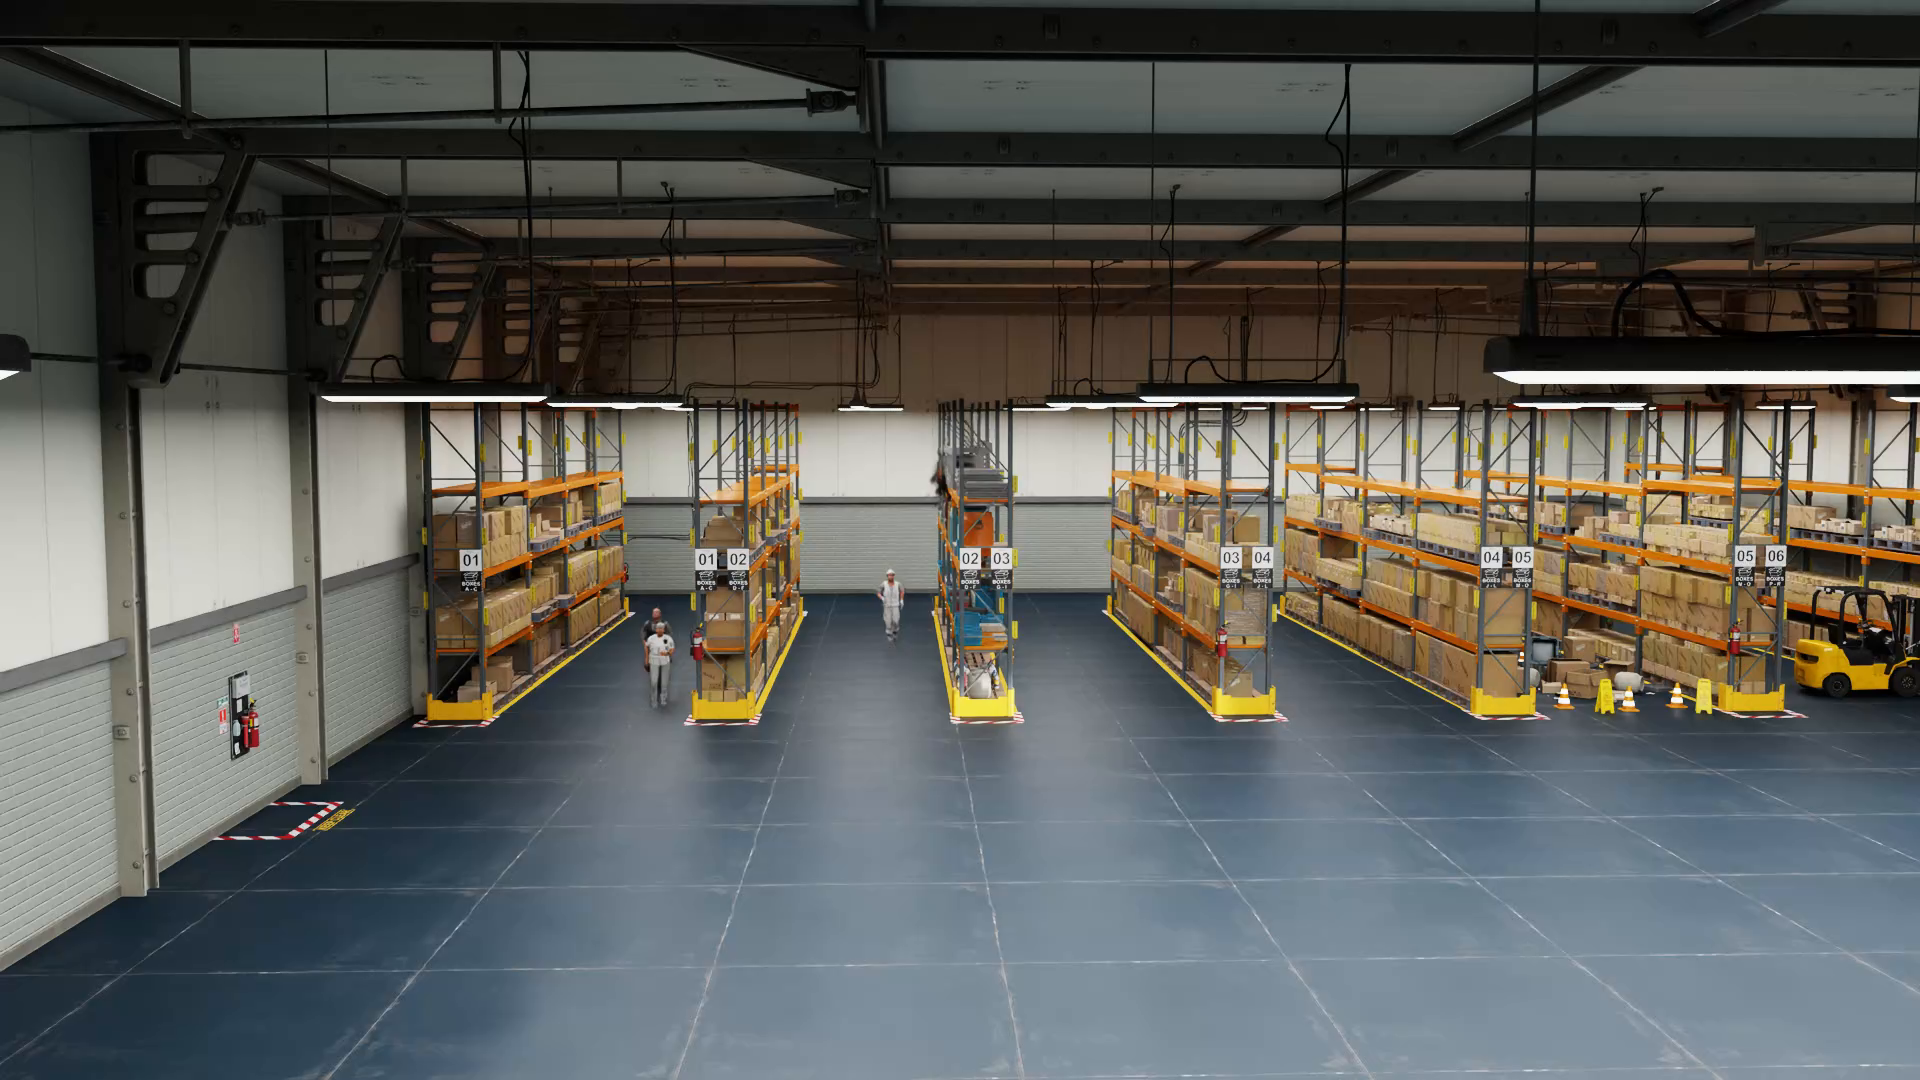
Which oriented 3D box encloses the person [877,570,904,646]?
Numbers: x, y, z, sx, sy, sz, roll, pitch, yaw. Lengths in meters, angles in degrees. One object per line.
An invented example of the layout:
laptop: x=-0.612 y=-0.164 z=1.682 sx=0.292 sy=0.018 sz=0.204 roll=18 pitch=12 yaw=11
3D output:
person: x=-1.623 y=1.603 z=39.022 sx=0.648 sy=1.813 sz=0.642 roll=0 pitch=4 yaw=-5

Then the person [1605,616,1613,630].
person: x=16.871 y=1.564 z=43.331 sx=0.654 sy=1.744 sz=0.532 roll=-1 pitch=4 yaw=-8

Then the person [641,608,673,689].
person: x=-6.301 y=2.258 z=34.399 sx=0.720 sy=1.681 sz=0.547 roll=1 pitch=4 yaw=7

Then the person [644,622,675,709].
person: x=-5.846 y=2.444 z=32.382 sx=0.580 sy=1.686 sz=0.687 roll=-1 pitch=4 yaw=-11
